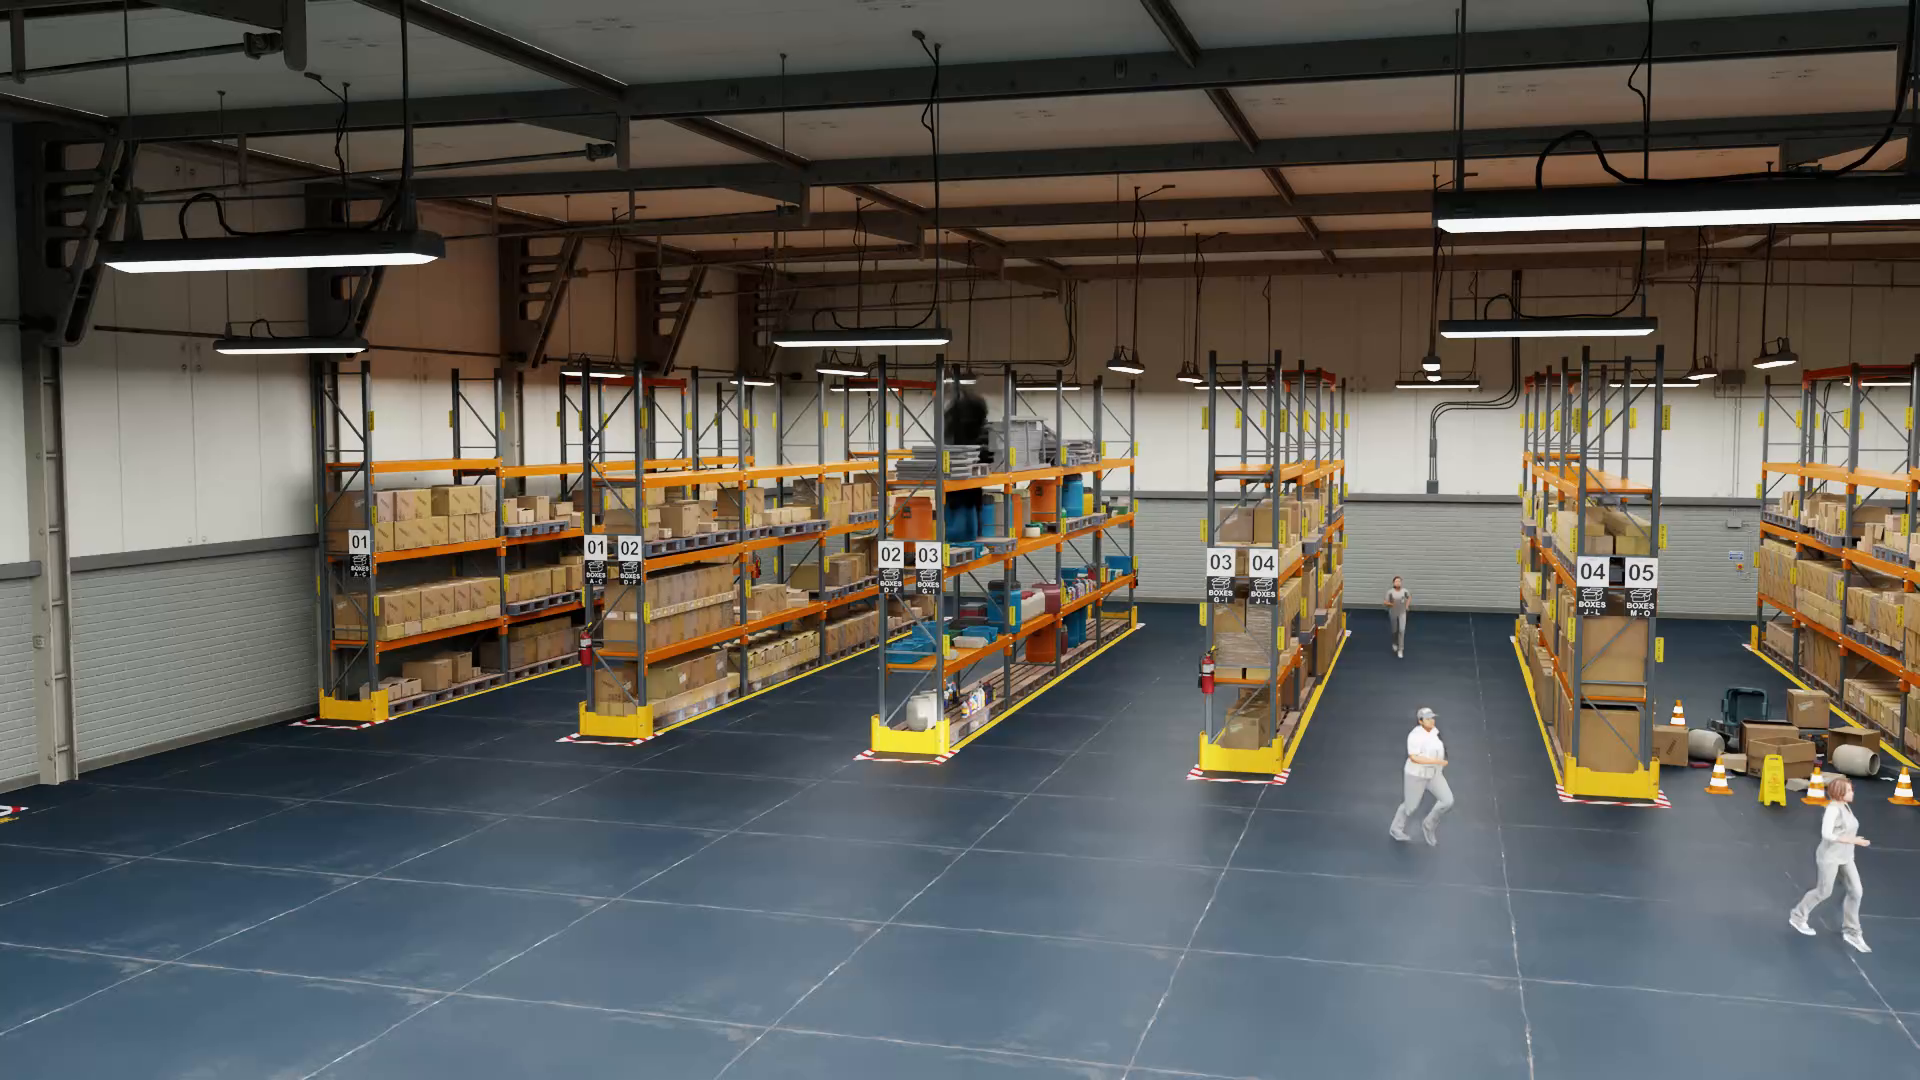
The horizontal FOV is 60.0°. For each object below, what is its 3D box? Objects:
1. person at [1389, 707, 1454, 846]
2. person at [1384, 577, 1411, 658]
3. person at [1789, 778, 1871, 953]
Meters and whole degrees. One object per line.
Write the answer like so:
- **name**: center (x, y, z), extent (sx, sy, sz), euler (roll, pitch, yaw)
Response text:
- **person**: center (5.471, 2.775, 19.561), extent (0.618, 1.644, 0.827), euler (-2, 5, -29)
- **person**: center (9.342, 1.619, 35.524), extent (0.566, 1.685, 0.955), euler (1, 4, 11)
- **person**: center (8.307, 3.085, 15.867), extent (0.524, 1.613, 0.731), euler (-3, 5, -36)
